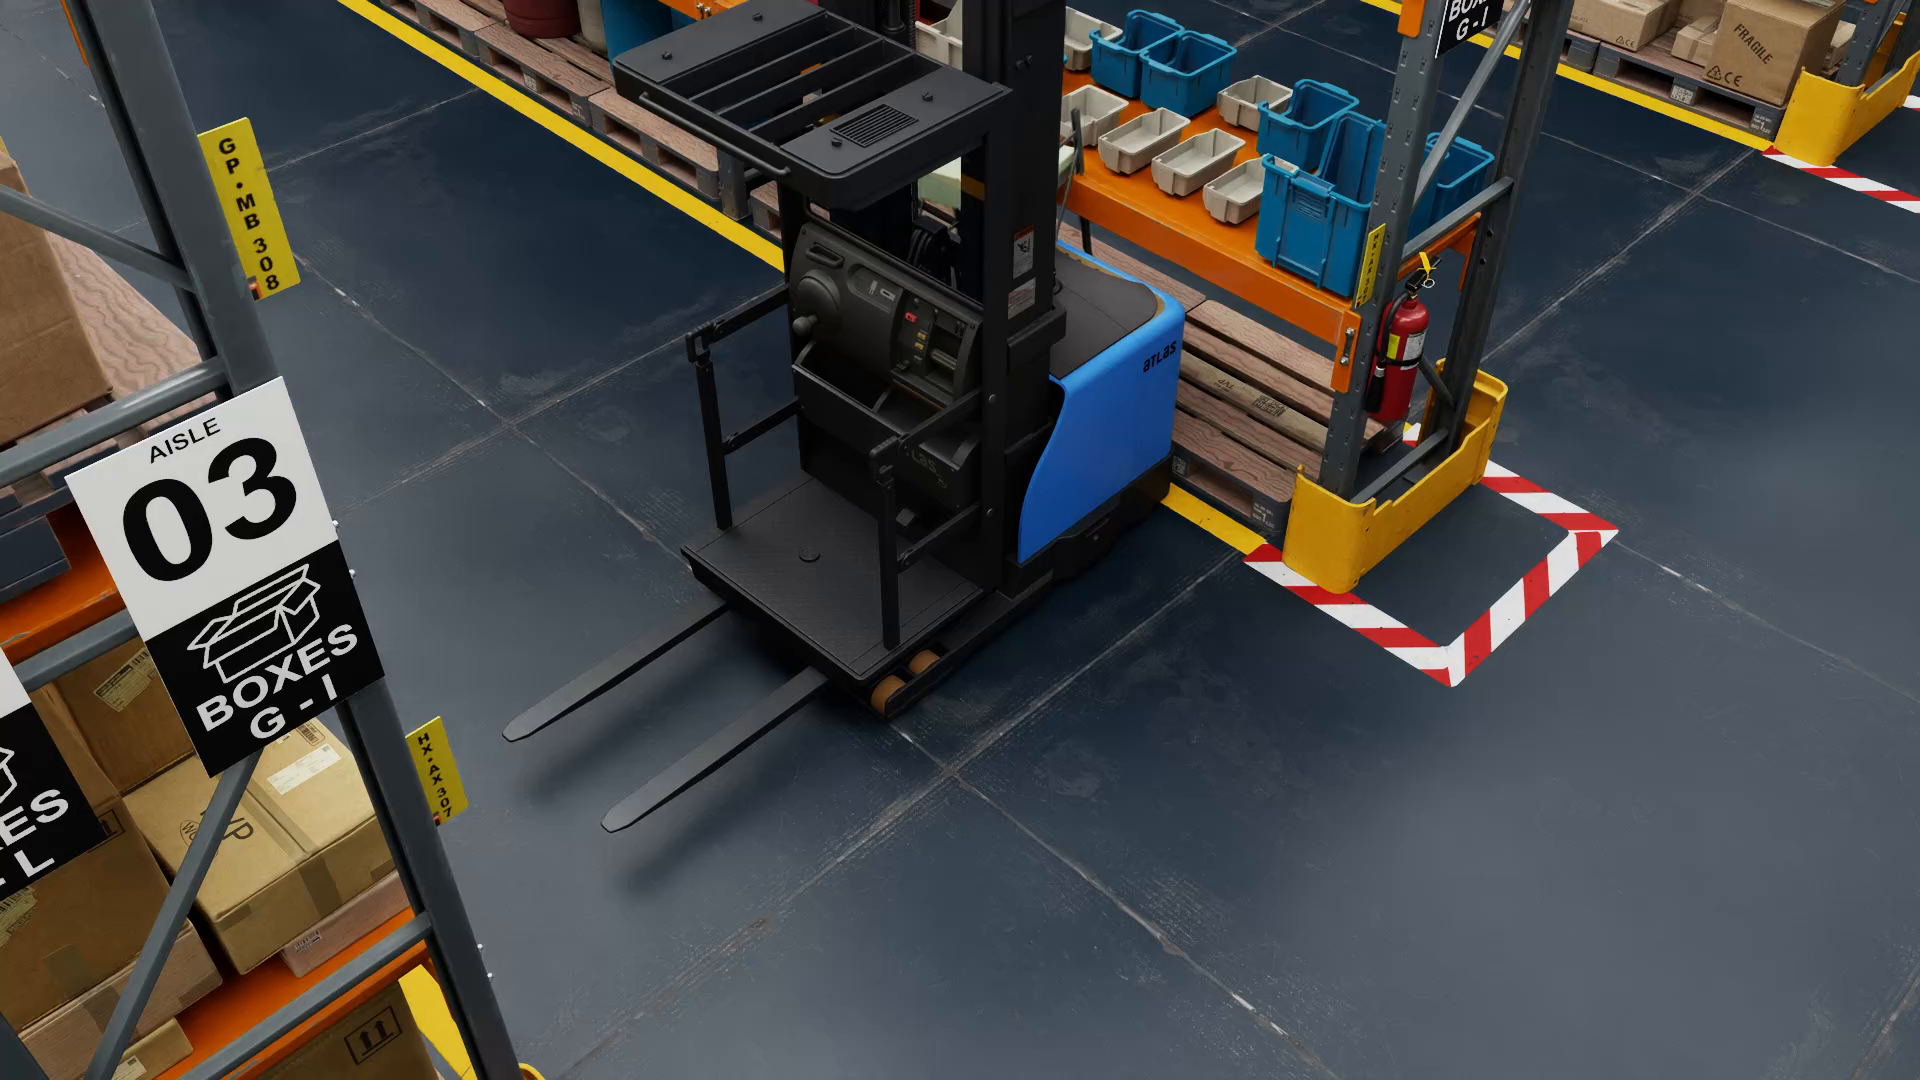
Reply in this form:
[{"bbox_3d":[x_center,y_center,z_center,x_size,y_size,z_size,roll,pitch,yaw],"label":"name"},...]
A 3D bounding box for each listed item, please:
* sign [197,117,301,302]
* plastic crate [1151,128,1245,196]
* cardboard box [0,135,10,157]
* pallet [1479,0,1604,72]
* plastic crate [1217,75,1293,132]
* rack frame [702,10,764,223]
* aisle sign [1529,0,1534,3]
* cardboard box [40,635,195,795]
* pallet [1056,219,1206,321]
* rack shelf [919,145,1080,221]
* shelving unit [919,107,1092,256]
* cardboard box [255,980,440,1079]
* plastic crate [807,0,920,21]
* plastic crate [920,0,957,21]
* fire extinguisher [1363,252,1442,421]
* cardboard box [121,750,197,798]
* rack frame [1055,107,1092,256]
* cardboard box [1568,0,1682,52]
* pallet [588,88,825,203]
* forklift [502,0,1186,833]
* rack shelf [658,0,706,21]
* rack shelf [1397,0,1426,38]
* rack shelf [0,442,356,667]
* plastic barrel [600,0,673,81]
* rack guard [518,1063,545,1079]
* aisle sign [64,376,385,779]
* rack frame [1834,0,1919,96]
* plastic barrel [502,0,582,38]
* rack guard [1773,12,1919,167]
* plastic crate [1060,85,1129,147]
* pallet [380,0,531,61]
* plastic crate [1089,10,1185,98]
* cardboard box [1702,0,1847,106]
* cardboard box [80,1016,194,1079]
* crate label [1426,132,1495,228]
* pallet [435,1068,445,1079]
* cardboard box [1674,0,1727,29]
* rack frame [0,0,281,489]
[{"bbox_3d":[-1.220,-0.560,2.851,0.100,0.325,0.005,-34,53,-31],"label":"sign"},{"bbox_3d":[0.991,-1.595,7.034,0.396,0.136,0.243,-34,53,-31],"label":"plastic crate"},{"bbox_3d":[-2.335,-0.727,3.277,0.500,0.500,0.700,32,52,30],"label":"cardboard box"},{"bbox_3d":[3.924,-3.572,11.078,1.003,0.211,1.213,-34,53,-31],"label":"pallet"},{"bbox_3d":[1.301,-1.940,7.407,0.250,0.136,0.298,-34,53,-31],"label":"plastic crate"},{"bbox_3d":[-0.935,-3.141,8.556,1.000,3.000,0.127,-34,53,-31],"label":"rack frame"},{"bbox_3d":[2.151,-2.282,5.711,0.394,0.787,0.004,-34,53,-31],"label":"aisle sign"},{"bbox_3d":[-2.118,0.225,4.252,0.500,0.500,0.500,33,52,30],"label":"cardboard box"},{"bbox_3d":[0.477,-1.196,8.506,1.003,0.211,1.213,-34,53,-31],"label":"pallet"},{"bbox_3d":[0.127,-1.553,7.283,0.720,0.370,0.431,23,52,30],"label":"rack shelf"},{"bbox_3d":[0.176,-1.272,7.549,0.755,1.500,0.431,23,52,30],"label":"shelving unit"},{"bbox_3d":[-2.126,1.512,4.777,0.875,0.875,0.875,-34,53,-31],"label":"cardboard box"},{"bbox_3d":[-0.482,-2.637,7.920,0.402,0.464,0.583,-34,53,-31],"label":"plastic crate"},{"bbox_3d":[0.045,-2.653,8.187,0.437,0.125,0.590,-34,53,-31],"label":"plastic crate"},{"bbox_3d":[1.674,-0.763,6.315,0.296,0.674,0.183,-34,53,-31],"label":"fire extinguisher"},{"bbox_3d":[-2.137,0.494,4.514,0.500,0.250,0.500,34,52,31],"label":"cardboard box"},{"bbox_3d":[0.466,-1.148,7.364,0.023,1.500,0.400,23,52,30],"label":"rack frame"},{"bbox_3d":[4.191,-3.357,10.492,0.500,0.250,0.500,-34,53,-31],"label":"cardboard box"},{"bbox_3d":[-1.451,-2.508,9.926,1.003,0.211,1.213,-34,53,-31],"label":"pallet"},{"bbox_3d":[-0.436,-0.768,6.039,1.130,2.935,3.031,33,52,31],"label":"forklift"},{"bbox_3d":[-2.348,-3.838,9.840,1.077,0.370,4.000,-34,53,-31],"label":"rack shelf"},{"bbox_3d":[0.477,-3.017,6.742,1.077,0.370,4.000,-34,53,-31],"label":"rack shelf"},{"bbox_3d":[-3.030,-0.644,4.174,1.077,0.370,4.000,-34,53,-31],"label":"rack shelf"},{"bbox_3d":[-1.808,-3.134,9.786,0.600,0.901,0.708,-34,53,-31],"label":"plastic barrel"},{"bbox_3d":[-1.600,2.084,4.743,1.175,0.500,0.348,-34,53,-31],"label":"rack guard"},{"bbox_3d":[-1.354,0.091,3.143,0.394,0.787,0.004,-34,53,-31],"label":"aisle sign"},{"bbox_3d":[5.399,-3.591,9.044,1.000,3.000,0.127,-34,53,-31],"label":"rack frame"},{"bbox_3d":[-2.605,-3.562,10.479,0.600,0.588,0.708,-34,53,-31],"label":"plastic barrel"},{"bbox_3d":[5.345,-2.710,9.931,1.175,0.500,0.348,-34,53,-31],"label":"rack guard"},{"bbox_3d":[0.555,-1.851,7.310,0.298,0.136,0.250,-34,53,-31],"label":"plastic crate"},{"bbox_3d":[-3.174,-3.680,11.194,1.003,0.211,1.213,-34,53,-31],"label":"pallet"},{"bbox_3d":[0.806,-2.233,7.653,0.416,0.233,0.300,-34,53,-31],"label":"plastic crate"},{"bbox_3d":[4.841,-2.978,9.897,0.500,0.500,0.500,-34,53,-31],"label":"cardboard box"},{"bbox_3d":[-2.102,1.234,4.007,0.380,0.149,0.250,-33,52,-31],"label":"cardboard box"},{"bbox_3d":[1.948,-1.456,6.812,0.416,0.233,0.303,-34,53,-31],"label":"crate label"},{"bbox_3d":[-2.237,1.832,5.229,1.003,0.211,1.213,-34,53,-31],"label":"pallet"},{"bbox_3d":[4.863,-3.380,10.517,0.500,0.250,0.500,-34,53,-31],"label":"cardboard box"},{"bbox_3d":[-1.617,-1.048,1.871,1.000,3.000,0.127,-34,53,-31],"label":"rack frame"}]
